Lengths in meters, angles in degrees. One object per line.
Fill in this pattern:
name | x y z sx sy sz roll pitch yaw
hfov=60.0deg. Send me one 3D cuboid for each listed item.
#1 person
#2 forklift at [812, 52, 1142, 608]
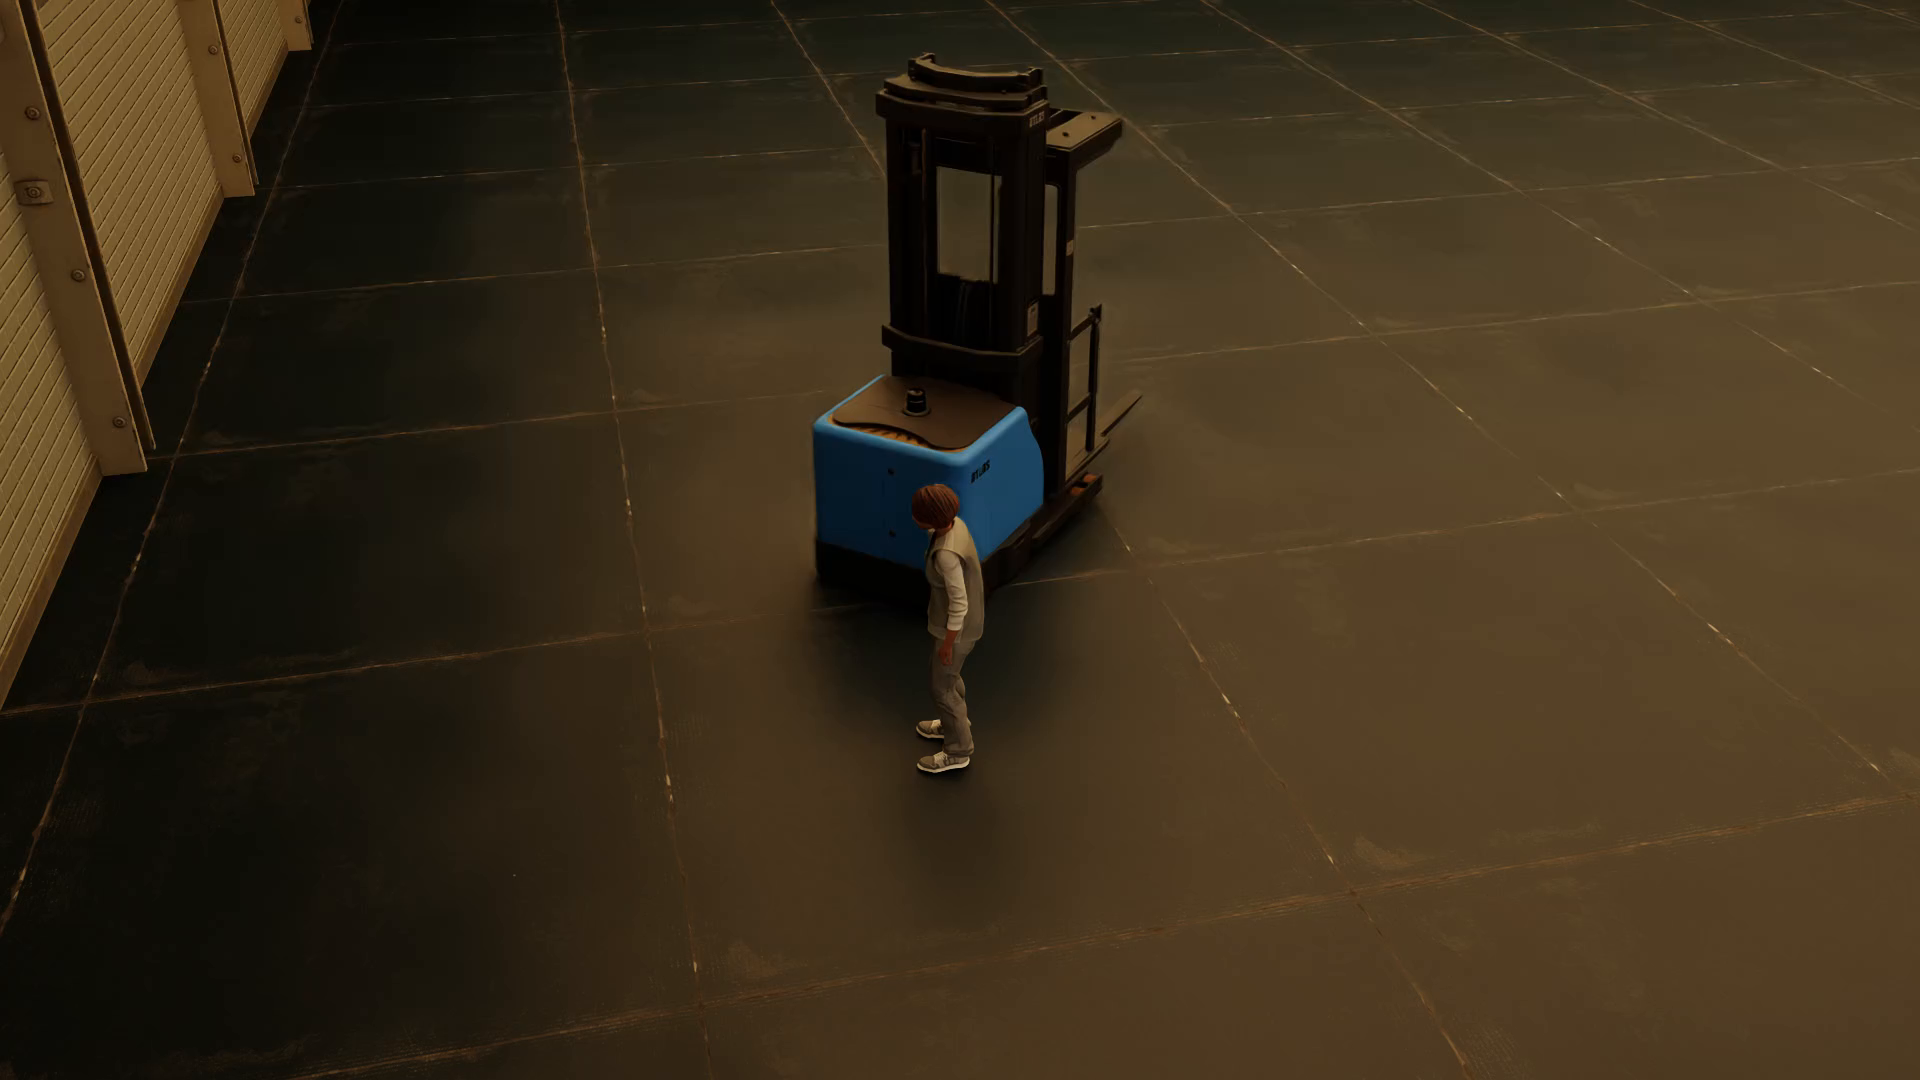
person | -0.057 0.421 8.186 0.348 1.590 0.474 -1 30 -2
forklift | 0.283 -1.547 10.247 1.130 2.935 3.031 15 33 25
